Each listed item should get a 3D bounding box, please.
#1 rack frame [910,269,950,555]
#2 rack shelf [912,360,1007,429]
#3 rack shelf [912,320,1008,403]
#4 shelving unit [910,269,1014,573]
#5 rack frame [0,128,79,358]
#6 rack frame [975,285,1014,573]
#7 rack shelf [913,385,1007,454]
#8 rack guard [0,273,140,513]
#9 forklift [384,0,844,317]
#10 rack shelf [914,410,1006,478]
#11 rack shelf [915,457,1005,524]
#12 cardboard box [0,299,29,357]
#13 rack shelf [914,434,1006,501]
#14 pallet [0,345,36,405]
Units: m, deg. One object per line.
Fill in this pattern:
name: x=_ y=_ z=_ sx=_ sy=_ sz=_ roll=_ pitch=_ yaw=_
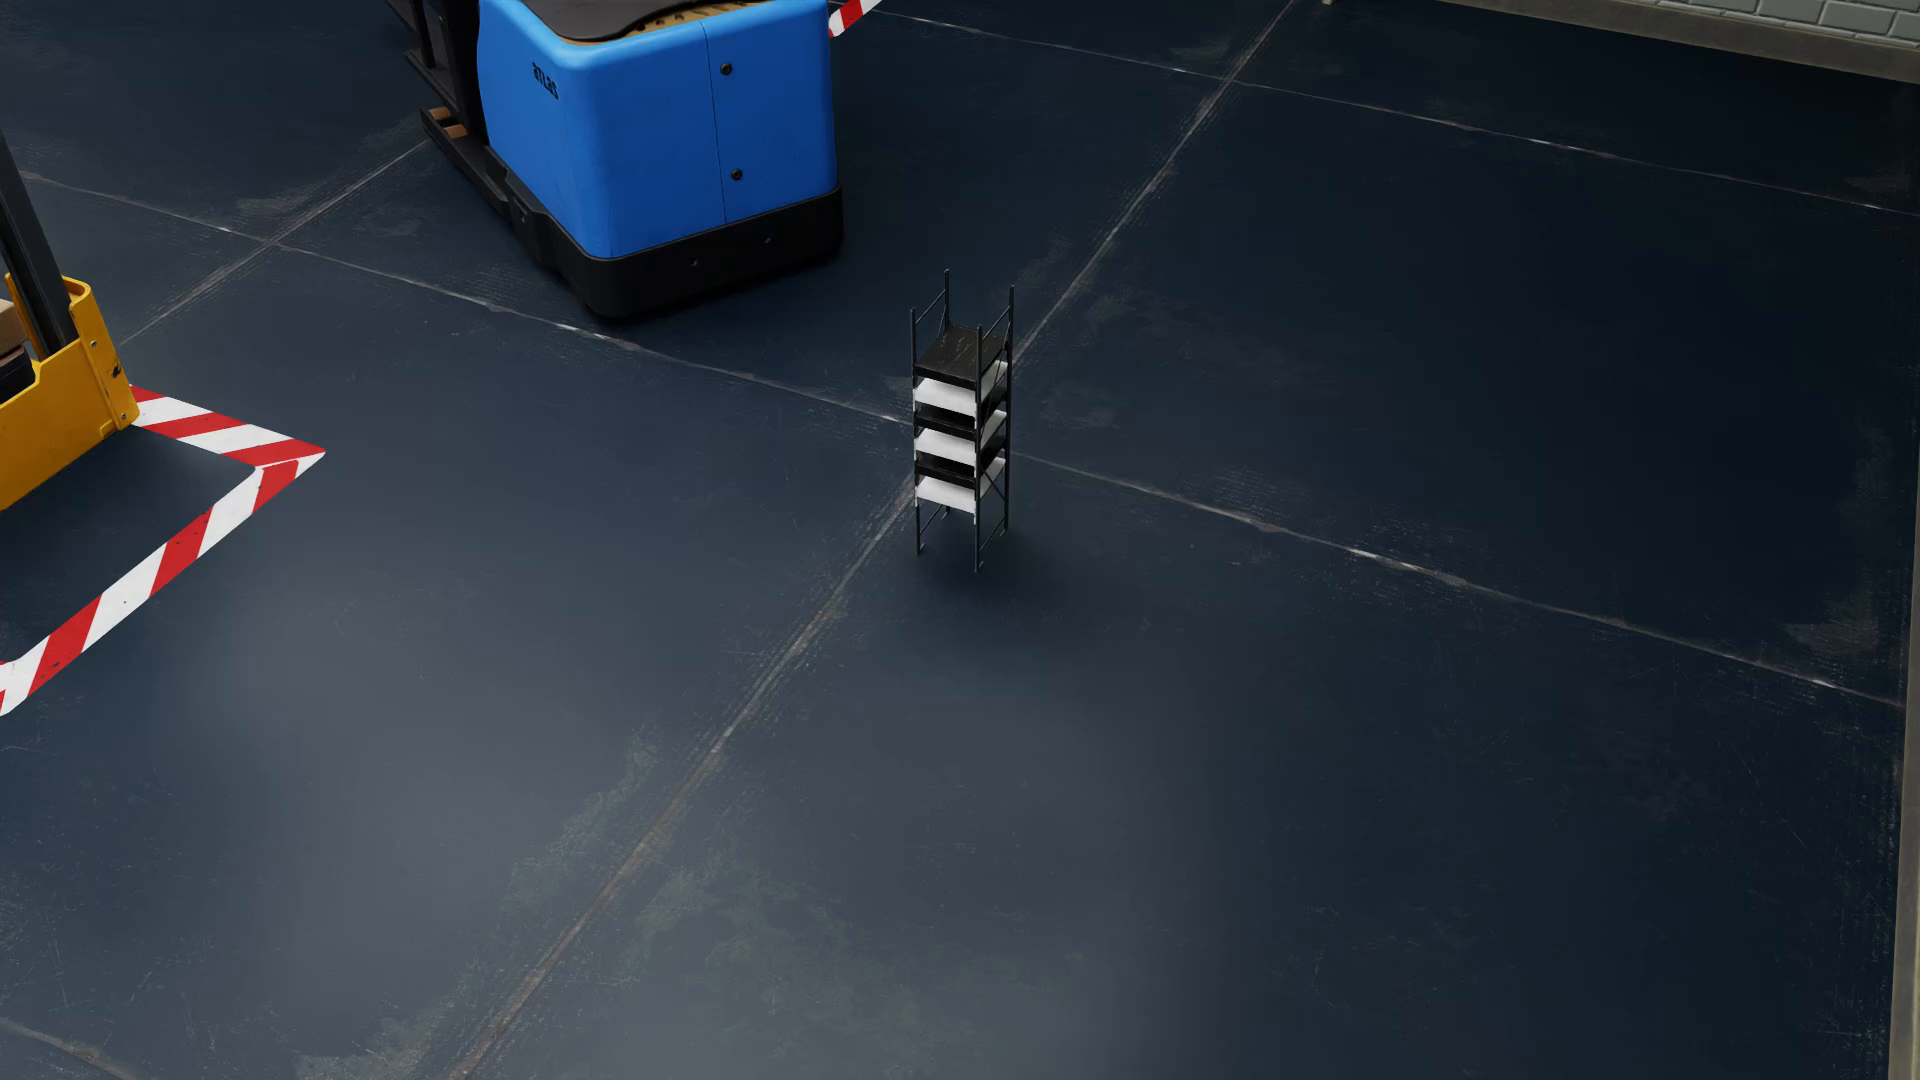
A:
rack frame: x=-0.085 y=-0.366 z=4.985 sx=0.006 sy=0.900 sz=0.240 roll=17 pitch=44 yaw=19
rack shelf: x=0.007 y=-0.449 z=4.857 sx=0.200 sy=0.077 sz=0.258 roll=17 pitch=44 yaw=19
rack shelf: x=0.007 y=-0.517 z=4.798 sx=0.200 sy=0.077 sz=0.258 roll=17 pitch=44 yaw=19
shelving unit: x=0.007 y=-0.338 z=4.953 sx=0.210 sy=0.900 sz=0.258 roll=17 pitch=44 yaw=19
rack frame: x=-3.148 y=-1.261 z=4.414 sx=0.127 sy=3.000 sz=1.000 roll=17 pitch=44 yaw=19
rack frame: x=0.099 y=-0.310 z=4.920 sx=0.006 sy=0.900 sz=0.240 roll=17 pitch=44 yaw=19
rack shelf: x=0.007 y=-0.381 z=4.916 sx=0.200 sy=0.077 sz=0.258 roll=17 pitch=44 yaw=19
rack guard: x=-3.217 y=-0.337 z=5.257 sx=0.348 sy=0.500 sz=1.175 roll=17 pitch=44 yaw=19
forklift: x=-1.672 y=-2.861 z=6.312 sx=1.130 sy=2.935 sz=3.031 roll=-23 pitch=46 yaw=-24
rack shelf: x=0.007 y=-0.313 z=4.974 sx=0.200 sy=0.077 sz=0.258 roll=17 pitch=44 yaw=19
rack shelf: x=0.007 y=-0.177 z=5.092 sx=0.200 sy=0.077 sz=0.258 roll=17 pitch=44 yaw=19
cardboard box: x=-3.383 y=-0.670 z=5.573 sx=0.250 sy=0.149 sz=0.380 roll=17 pitch=44 yaw=19
rack shelf: x=0.007 y=-0.245 z=5.033 sx=0.200 sy=0.077 sz=0.258 roll=17 pitch=44 yaw=19
pallet: x=-3.940 y=-0.448 z=5.606 sx=1.213 sy=0.211 sz=1.003 roll=17 pitch=44 yaw=19
